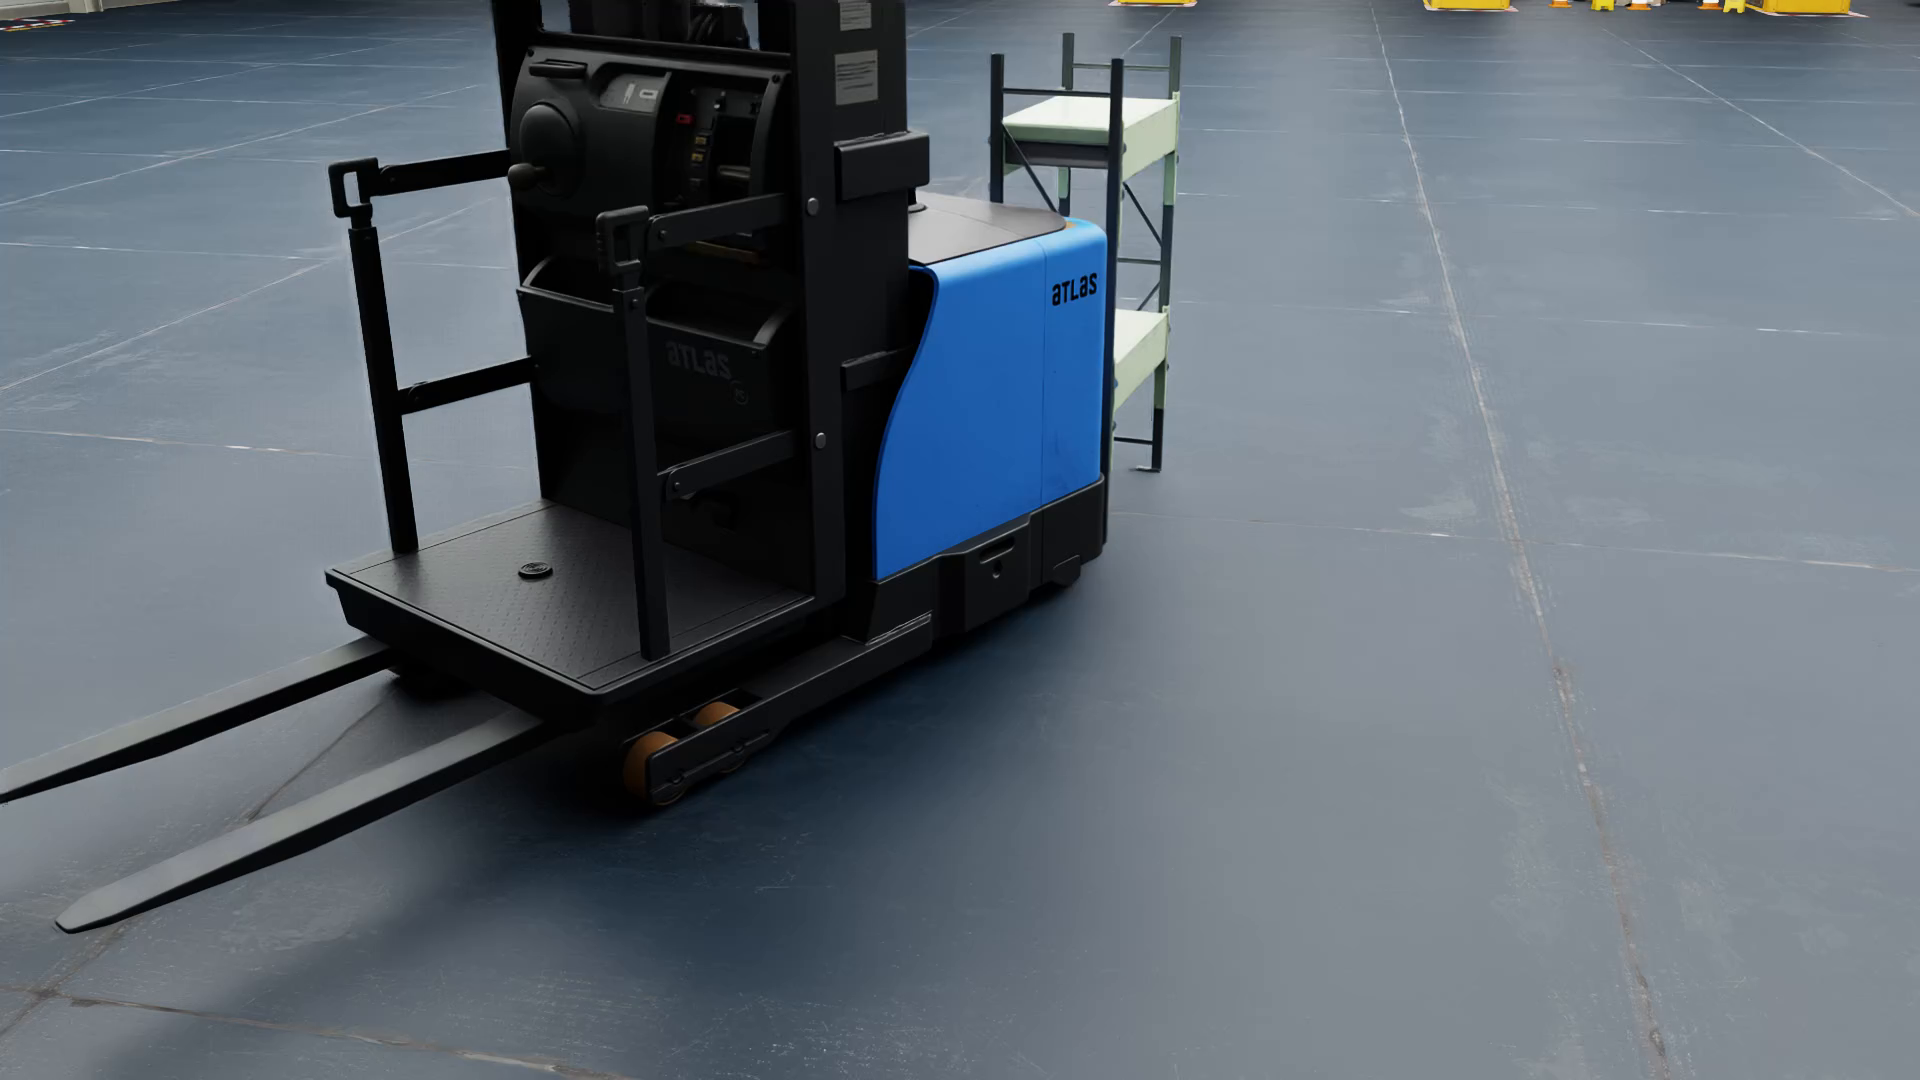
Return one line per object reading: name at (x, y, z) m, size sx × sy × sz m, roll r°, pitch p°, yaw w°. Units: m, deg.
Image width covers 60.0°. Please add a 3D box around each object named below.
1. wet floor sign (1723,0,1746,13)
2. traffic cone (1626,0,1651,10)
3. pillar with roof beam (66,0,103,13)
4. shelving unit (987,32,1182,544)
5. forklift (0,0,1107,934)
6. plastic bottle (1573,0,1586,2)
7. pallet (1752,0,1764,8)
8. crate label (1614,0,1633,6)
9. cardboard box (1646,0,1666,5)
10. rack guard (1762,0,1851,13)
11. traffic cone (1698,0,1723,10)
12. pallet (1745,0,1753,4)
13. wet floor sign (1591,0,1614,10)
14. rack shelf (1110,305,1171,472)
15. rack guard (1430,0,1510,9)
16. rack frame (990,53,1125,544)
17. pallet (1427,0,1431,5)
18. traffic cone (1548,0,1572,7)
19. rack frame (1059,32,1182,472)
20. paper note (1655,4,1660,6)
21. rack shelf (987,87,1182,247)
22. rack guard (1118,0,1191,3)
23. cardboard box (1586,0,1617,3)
wet floor sign at (11.782, -8.339, 25.194) m, size 0.267 × 0.644 × 0.232 m, roll 13°, pitch 25°, yaw 29°
traffic cone at (10.537, -8.458, 25.735) m, size 0.336 × 0.463 × 0.334 m, roll 4°, pitch 22°, yaw 11°
pillar with roof beam at (-9.095, -11.889, 22.828) m, size 9.100 × 9.000 × 0.400 m, roll 4°, pitch 22°, yaw 11°
shelving unit at (0.407, -0.839, 5.430) m, size 0.431 × 1.500 × 0.755 m, roll 8°, pitch 23°, yaw 19°
forklift at (-0.895, -0.959, 3.811) m, size 1.130 × 2.935 × 3.031 m, roll 17°, pitch 28°, yaw 36°
plastic bottle at (10.198, -8.925, 27.432) m, size 0.133 × 0.061 × 0.283 m, roll -3°, pitch 22°, yaw -8°
pallet at (13.084, -8.447, 26.046) m, size 1.003 × 0.211 × 1.213 m, roll 4°, pitch 22°, yaw 11°
crate label at (10.637, -8.599, 26.521) m, size 0.250 × 0.136 × 0.298 m, roll -7°, pitch 23°, yaw -17°
cardboard box at (11.158, -8.729, 26.829) m, size 0.380 × 0.149 × 0.250 m, roll 18°, pitch 28°, yaw 38°
rack guard at (12.884, -8.287, 25.261) m, size 1.175 × 0.500 × 0.348 m, roll 4°, pitch 22°, yaw 11°
traffic cone at (11.693, -8.497, 25.833) m, size 0.336 × 0.463 × 0.334 m, roll 4°, pitch 22°, yaw 11°
pallet at (13.335, -8.892, 27.150) m, size 1.003 × 0.211 × 1.213 m, roll 4°, pitch 22°, yaw 11°
wet floor sign at (9.934, -8.505, 25.609) m, size 0.267 × 0.644 × 0.232 m, roll 1°, pitch 22°, yaw 2°
rack shelf at (0.407, -0.537, 5.552) m, size 0.431 × 0.370 × 0.720 m, roll 8°, pitch 23°, yaw 19°
rack guard at (7.997, -8.591, 26.015) m, size 1.175 × 0.500 × 0.348 m, roll 4°, pitch 22°, yaw 11°
rack frame at (0.282, -0.711, 5.111) m, size 0.400 × 1.500 × 0.023 m, roll 8°, pitch 23°, yaw 19°
pallet at (8.088, -8.764, 26.832) m, size 1.003 × 0.211 × 1.213 m, roll 4°, pitch 22°, yaw 11°
traffic cone at (9.500, -8.668, 26.257) m, size 0.336 × 0.463 × 0.334 m, roll 4°, pitch 22°, yaw 11°
rack frame at (0.533, -0.968, 5.749) m, size 0.400 × 1.500 × 0.023 m, roll 8°, pitch 23°, yaw 19°
paper note at (11.112, -8.539, 26.514) m, size 0.148 × 0.019 × 0.142 m, roll -3°, pitch 22°, yaw -8°
rack shelf at (0.407, -1.201, 5.284) m, size 0.431 × 0.370 × 0.720 m, roll 8°, pitch 23°, yaw 19°
rack guard at (3.182, -9.042, 27.136) m, size 1.175 × 0.500 × 0.348 m, roll 4°, pitch 22°, yaw 11°
cardboard box at (10.748, -9.096, 27.265) m, size 0.797 × 0.503 × 0.637 m, roll -11°, pitch 25°, yaw -26°
